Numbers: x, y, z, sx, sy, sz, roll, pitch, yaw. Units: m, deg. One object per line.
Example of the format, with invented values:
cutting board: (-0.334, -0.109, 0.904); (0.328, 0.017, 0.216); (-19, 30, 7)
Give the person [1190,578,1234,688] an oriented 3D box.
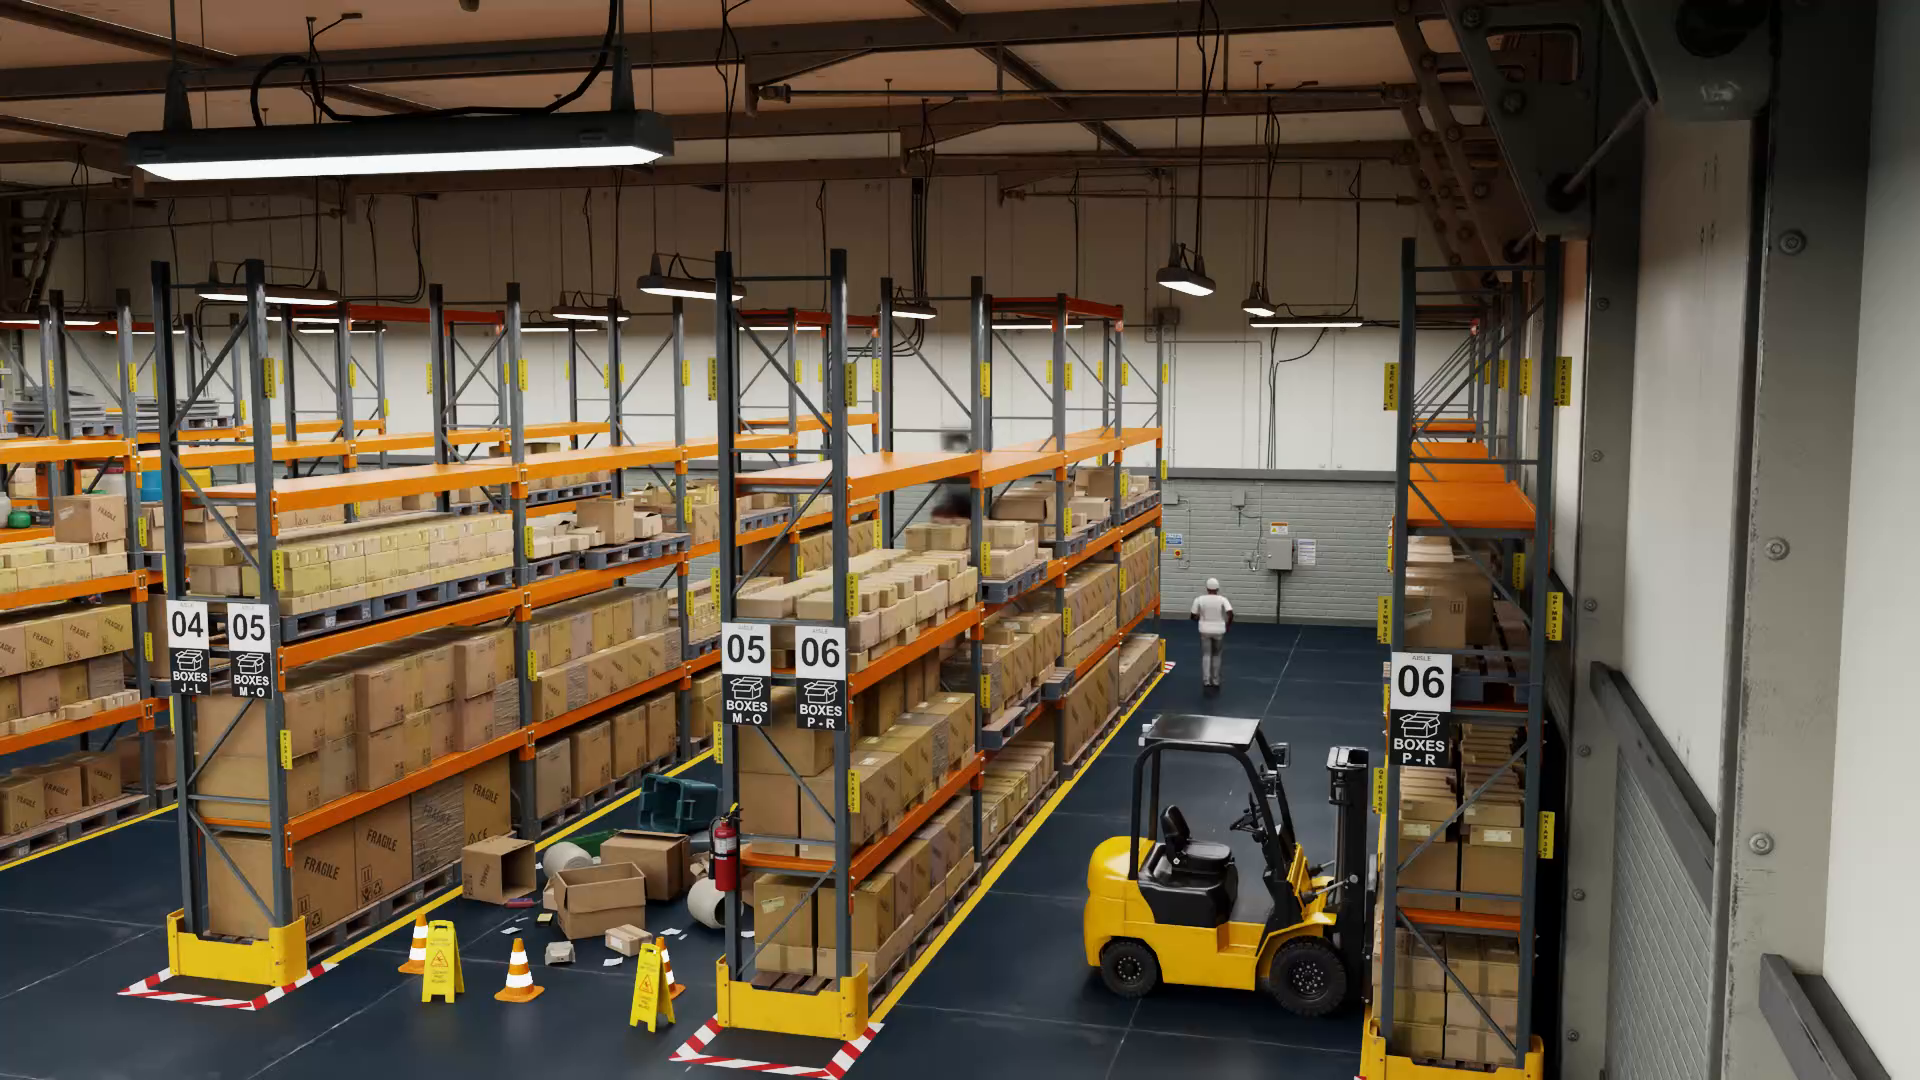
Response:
person: (3.988, 1.500, 26.342); (0.686, 1.803, 0.835); (1, 6, 11)
